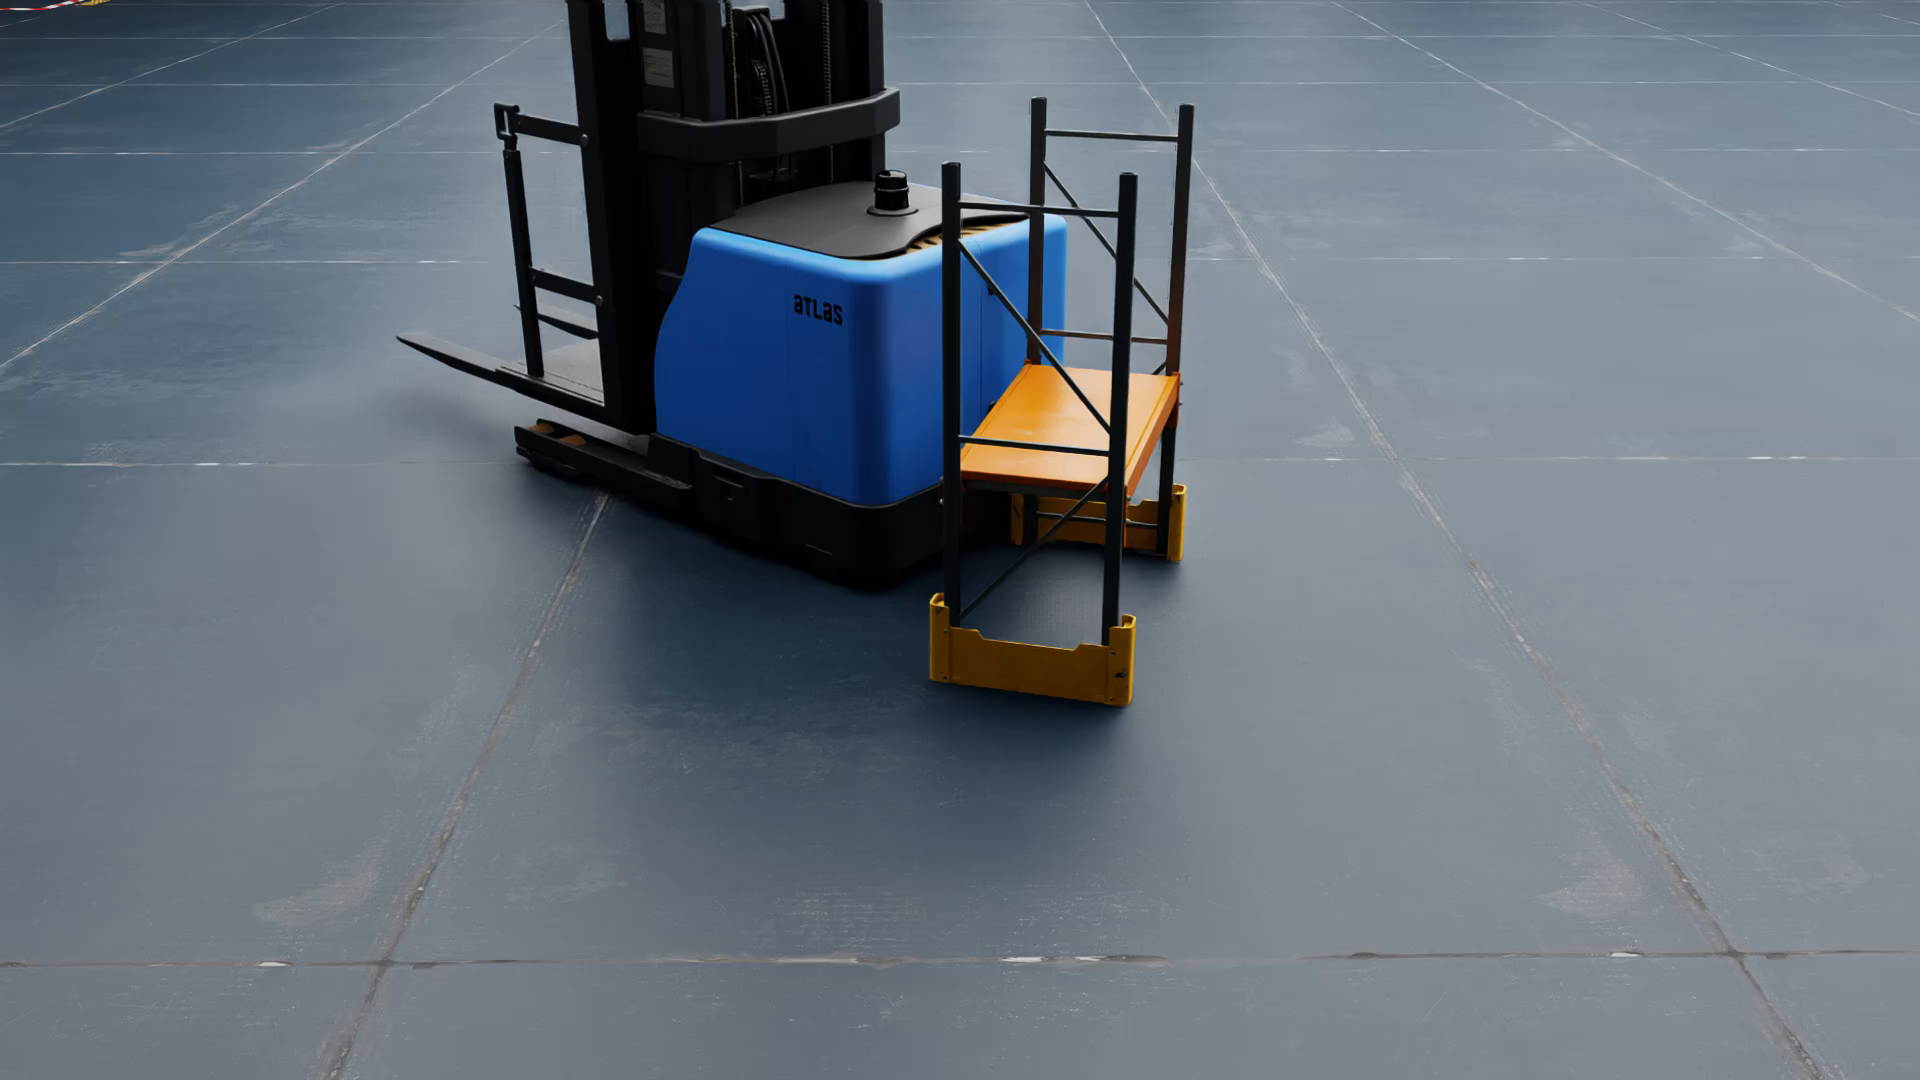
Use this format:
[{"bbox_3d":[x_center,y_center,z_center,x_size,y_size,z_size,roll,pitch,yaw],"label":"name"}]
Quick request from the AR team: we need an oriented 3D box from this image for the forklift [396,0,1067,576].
[{"bbox_3d":[-1.066,-1.708,5.969,3.031,2.935,1.130,20,31,37],"label":"forklift"}]

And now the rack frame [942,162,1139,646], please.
[{"bbox_3d":[0.198,-0.250,4.482,0.500,1.500,0.032,6,25,14],"label":"rack frame"}]

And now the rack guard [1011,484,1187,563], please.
[{"bbox_3d":[0.464,-0.084,5.633,0.587,0.250,0.087,6,25,14],"label":"rack guard"}]

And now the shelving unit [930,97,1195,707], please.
[{"bbox_3d":[0.334,-0.455,4.937,0.587,1.500,1.083,6,25,14],"label":"shelving unit"}]

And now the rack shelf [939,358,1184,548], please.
[{"bbox_3d":[0.331,-0.288,5.003,0.538,0.185,1.000,6,25,14],"label":"rack shelf"}]

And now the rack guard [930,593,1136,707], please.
[{"bbox_3d":[0.203,0.312,4.757,0.587,0.250,0.087,6,25,14],"label":"rack guard"}]

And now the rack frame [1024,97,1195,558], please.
[{"bbox_3d":[0.465,-0.654,5.376,0.500,1.500,0.032,6,25,14],"label":"rack frame"}]
